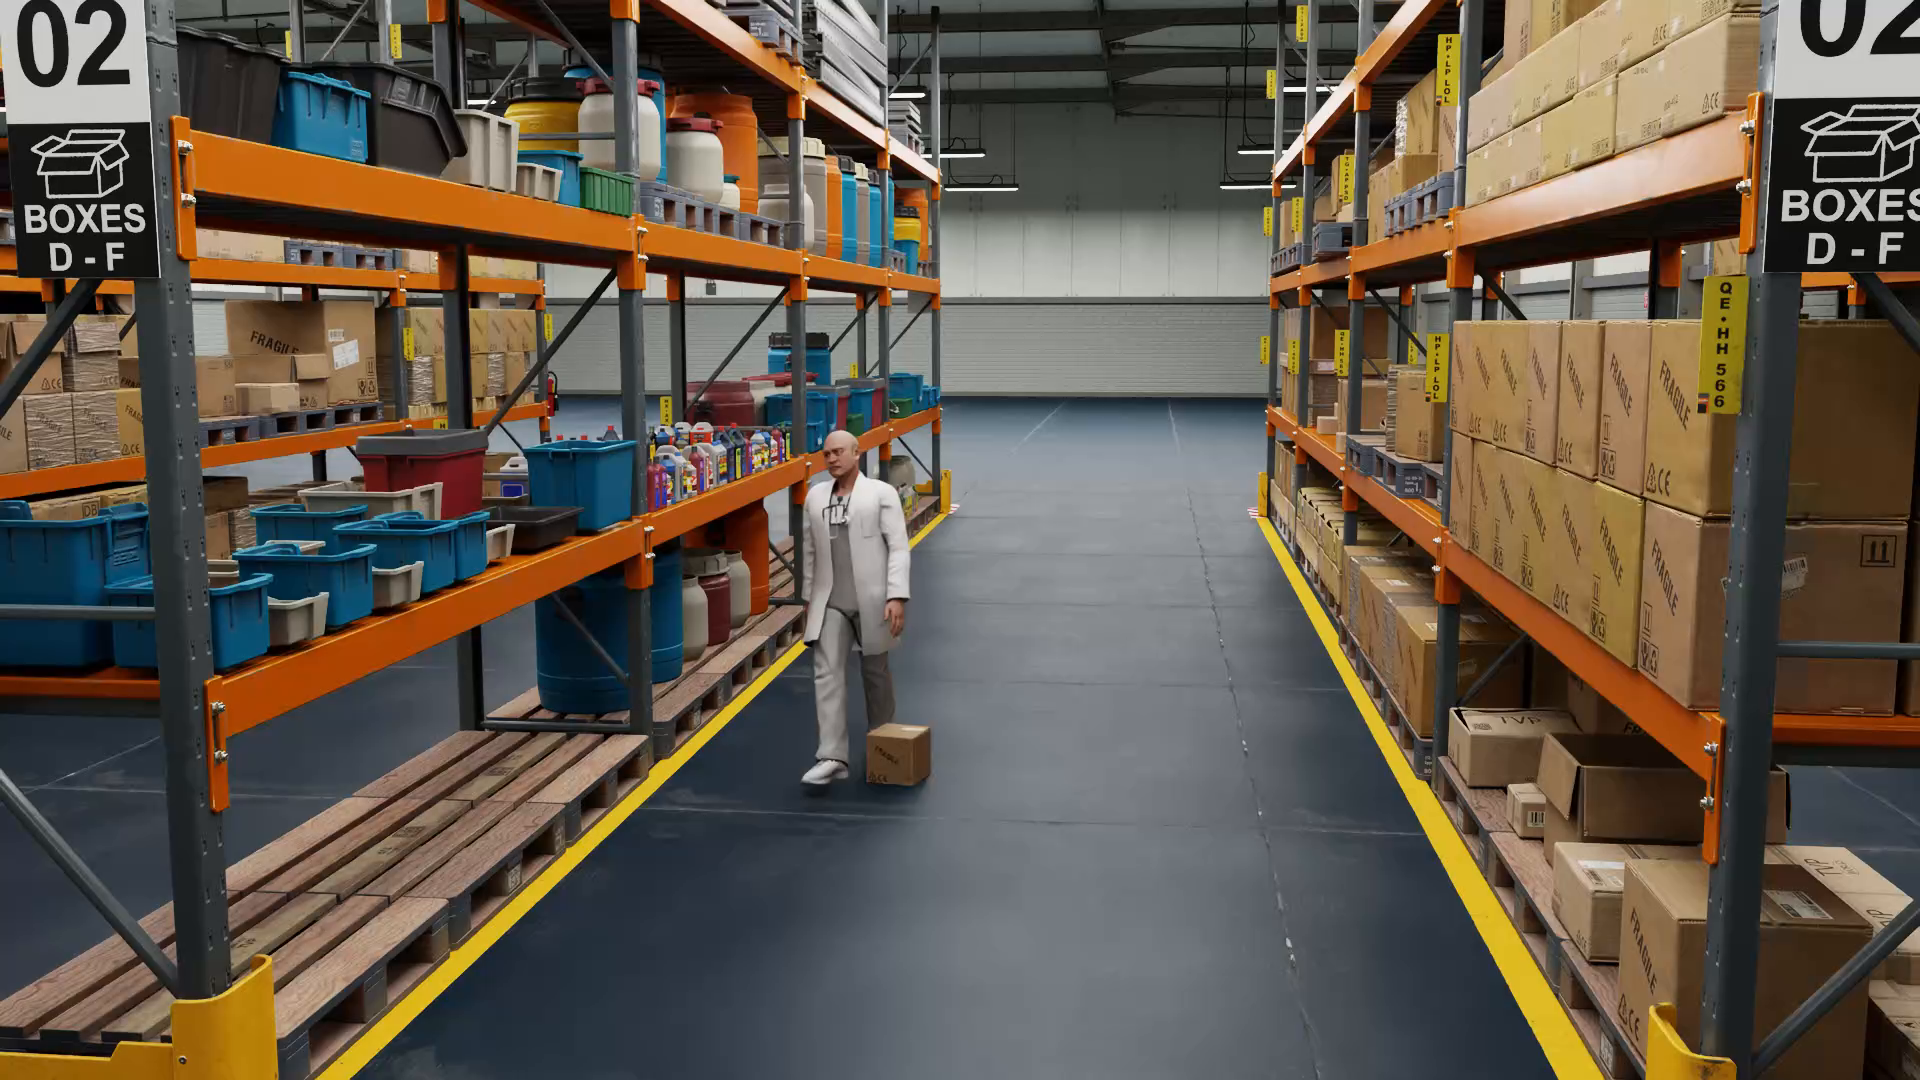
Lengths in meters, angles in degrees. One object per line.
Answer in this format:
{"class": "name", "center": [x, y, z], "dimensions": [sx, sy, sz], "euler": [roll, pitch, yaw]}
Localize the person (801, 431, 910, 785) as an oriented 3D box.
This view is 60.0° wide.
{"class": "person", "center": [-0.547, 0.314, 8.423], "dimensions": [0.640, 1.725, 1.092], "euler": [2, 8, 11]}
